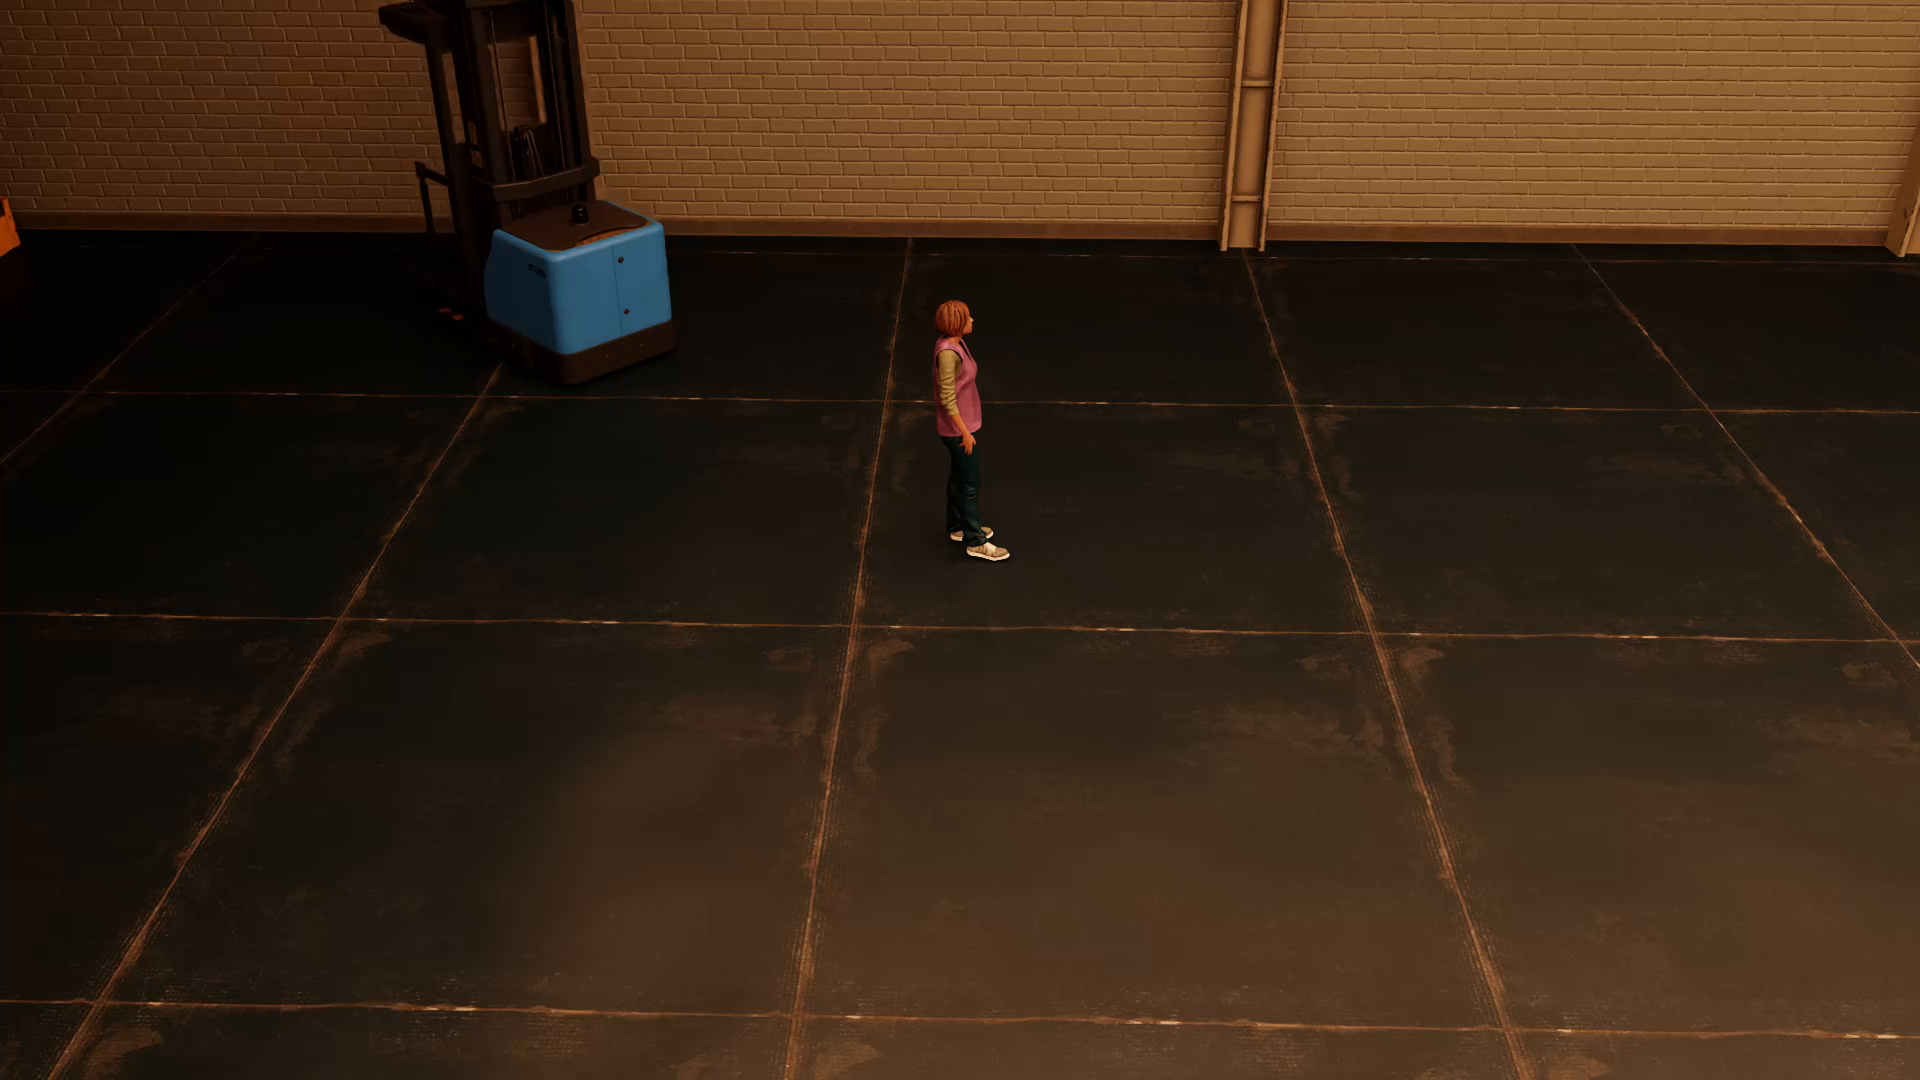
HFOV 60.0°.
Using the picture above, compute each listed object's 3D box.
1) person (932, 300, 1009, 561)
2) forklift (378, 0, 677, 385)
[{"bbox_3d":[0.073,-0.686,10.077,0.476,1.596,0.520,1,31,1],"label":"person"},{"bbox_3d":[-3.594,-3.059,12.802,1.130,2.935,3.031,-27,40,-37],"label":"forklift"}]
